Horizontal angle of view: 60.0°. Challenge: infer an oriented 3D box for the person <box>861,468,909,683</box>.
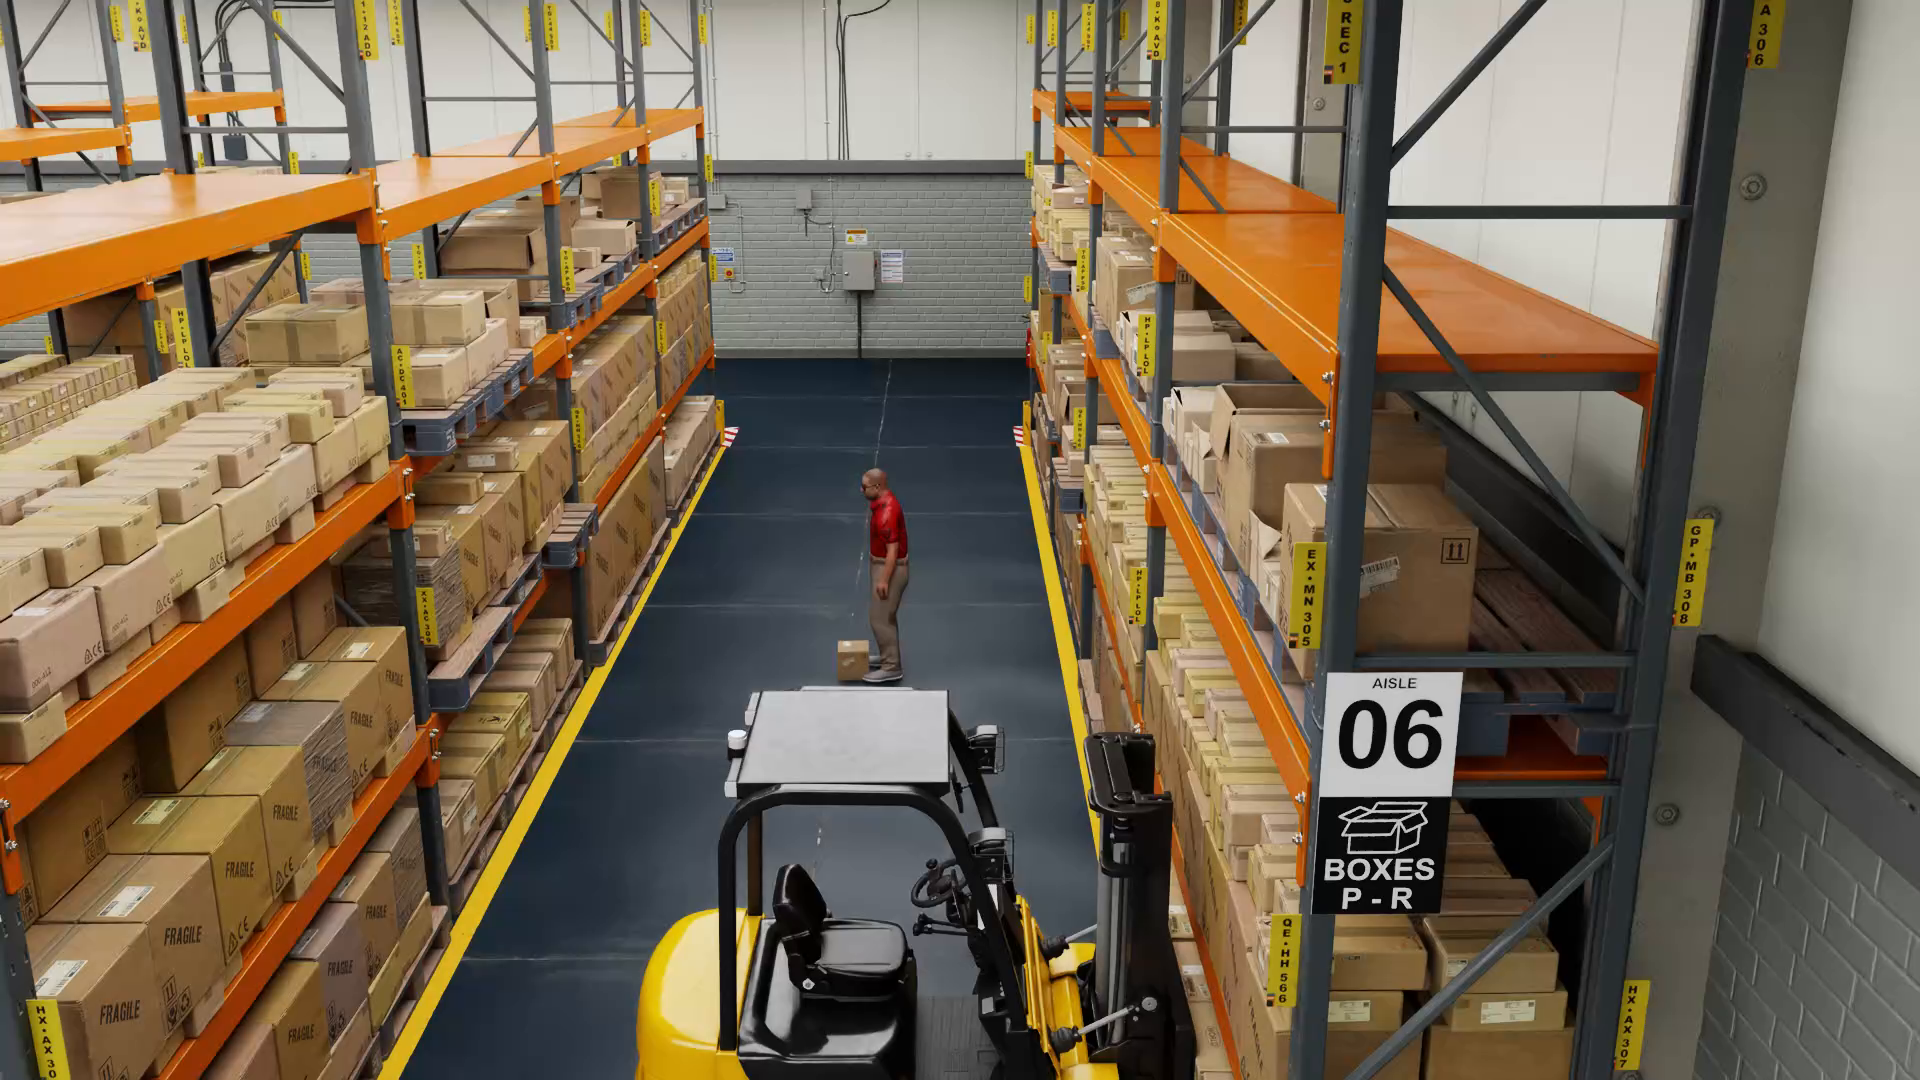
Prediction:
[{"bbox_3d":[-0.601,0.261,13.215,0.392,1.725,0.590,-1,17,-3],"label":"person"}]
